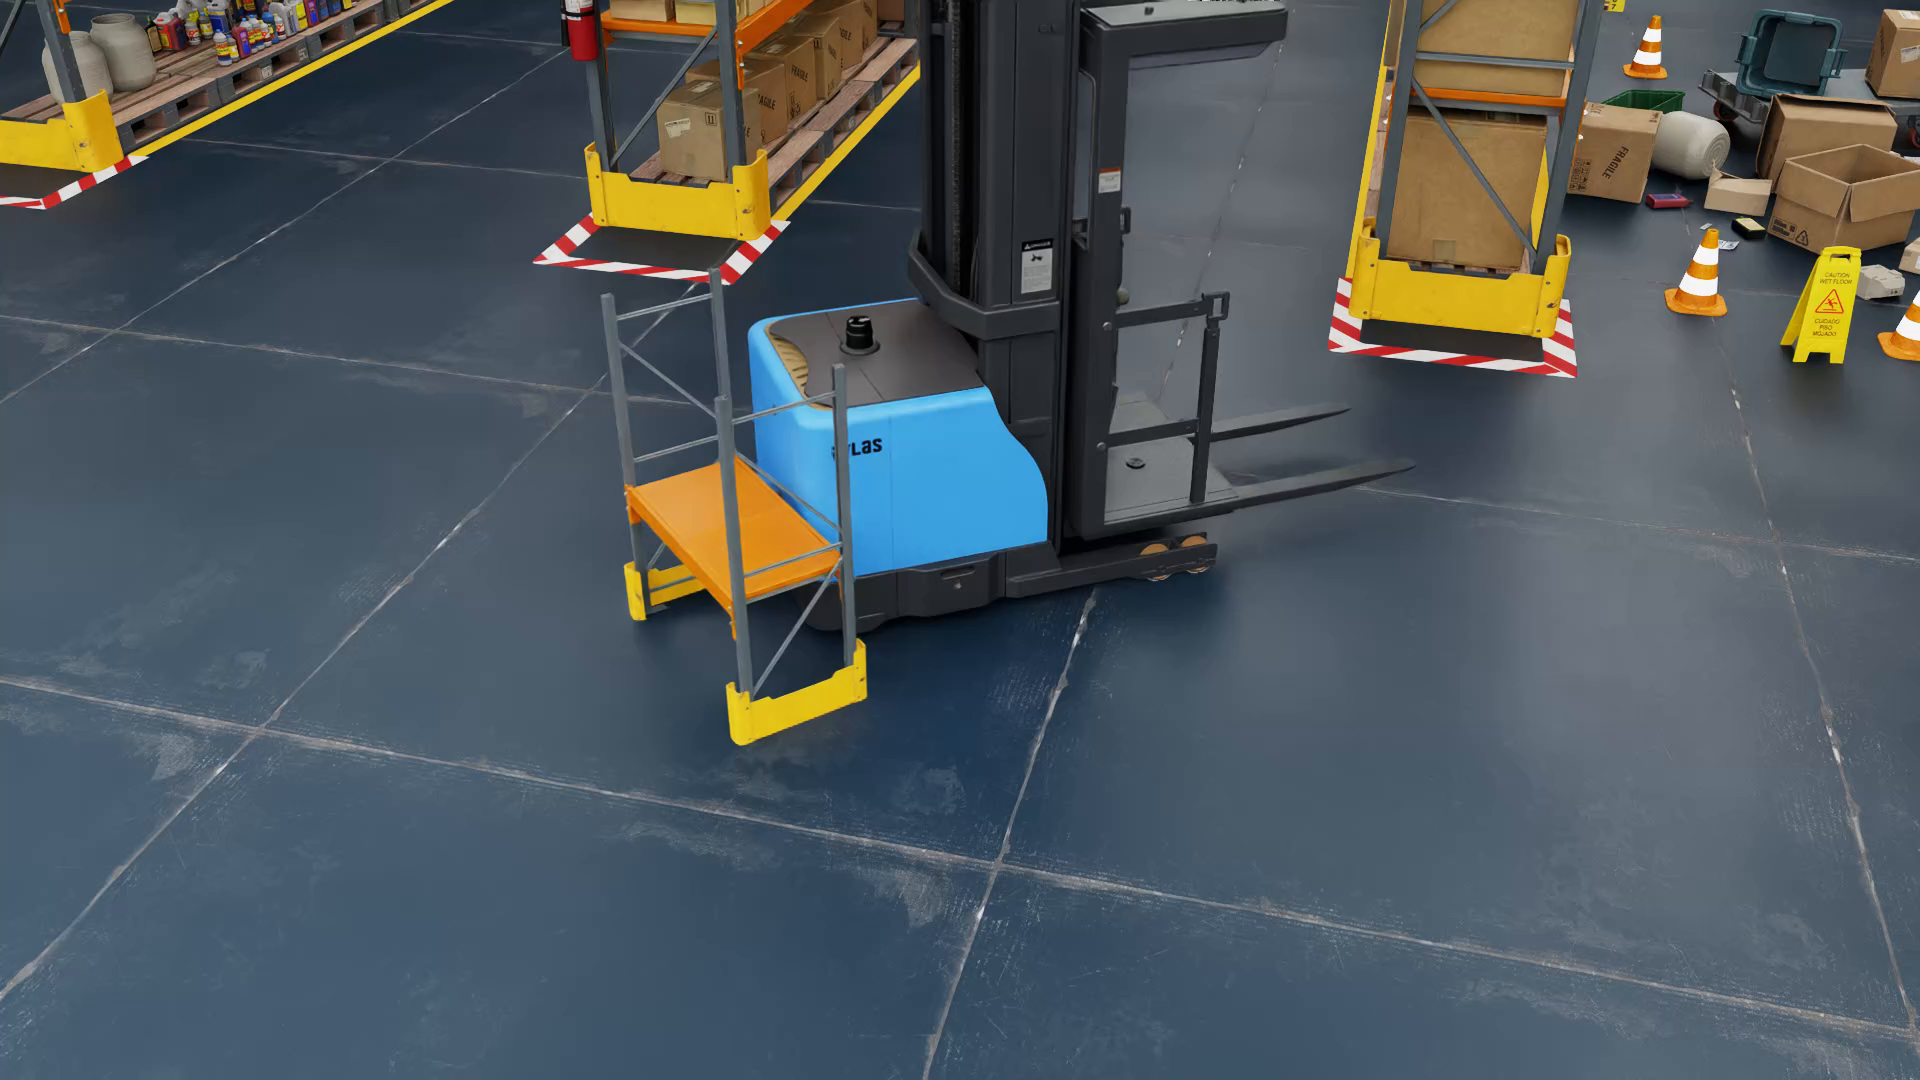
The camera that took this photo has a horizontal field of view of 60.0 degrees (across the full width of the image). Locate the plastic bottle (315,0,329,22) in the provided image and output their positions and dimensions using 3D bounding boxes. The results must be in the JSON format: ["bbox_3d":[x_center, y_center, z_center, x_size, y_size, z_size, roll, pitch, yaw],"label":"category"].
[{"bbox_3d":[-5.576,-4.676,14.369,0.144,0.351,0.185,6,33,10],"label":"plastic bottle"}]

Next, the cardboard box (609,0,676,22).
[{"bbox_3d":[-1.995,-3.401,10.539,0.380,0.149,0.250,8,33,12],"label":"cardboard box"}]

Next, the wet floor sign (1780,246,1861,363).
[{"bbox_3d":[4.813,-1.326,9.234,0.267,0.644,0.232,3,33,4],"label":"wet floor sign"}]

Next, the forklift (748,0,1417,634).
[{"bbox_3d":[0.636,-1.309,7.077,3.031,2.935,1.130,-11,34,-16],"label":"forklift"}]

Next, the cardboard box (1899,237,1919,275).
[{"bbox_3d":[6.097,-1.734,10.339,0.380,0.149,0.250,28,42,36],"label":"cardboard box"}]

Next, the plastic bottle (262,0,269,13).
[{"bbox_3d":[-5.806,-4.411,14.014,0.061,0.283,0.133,8,33,12],"label":"plastic bottle"}]

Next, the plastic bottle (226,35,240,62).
[{"bbox_3d":[-5.870,-3.963,13.386,0.097,0.201,0.097,0,32,0],"label":"plastic bottle"}]

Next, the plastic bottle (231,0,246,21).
[{"bbox_3d":[-6.297,-4.689,14.389,0.144,0.351,0.185,7,33,10],"label":"plastic bottle"}]

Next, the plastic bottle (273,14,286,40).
[{"bbox_3d":[-5.707,-4.297,13.911,0.097,0.201,0.097,0,32,0],"label":"plastic bottle"}]

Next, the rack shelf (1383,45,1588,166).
[{"bbox_3d":[3.412,-3.338,10.875,1.077,0.370,4.000,8,33,12],"label":"rack shelf"}]

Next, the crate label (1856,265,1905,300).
[{"bbox_3d":[5.559,-1.564,10.083,0.250,0.136,0.298,-8,33,-13],"label":"crate label"}]

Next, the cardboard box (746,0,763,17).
[{"bbox_3d":[-1.482,-3.468,10.643,0.380,0.149,0.250,8,33,12],"label":"cardboard box"}]

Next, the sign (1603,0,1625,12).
[{"bbox_3d":[3.440,-2.924,8.672,0.100,0.325,0.005,8,33,12],"label":"sign"}]

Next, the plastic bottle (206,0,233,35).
[{"bbox_3d":[-6.255,-4.430,14.051,0.152,0.276,0.135,8,33,12],"label":"plastic bottle"}]

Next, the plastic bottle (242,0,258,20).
[{"bbox_3d":[-6.169,-4.662,14.420,0.097,0.271,0.097,0,32,0],"label":"plastic bottle"}]

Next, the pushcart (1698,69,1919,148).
[{"bbox_3d":[6.515,-3.236,12.488,1.648,0.377,0.936,-3,33,-4],"label":"pushcart"}]

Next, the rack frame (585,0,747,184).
[{"bbox_3d":[-1.867,-3.331,10.194,1.000,3.000,0.127,8,33,12],"label":"rack frame"}]

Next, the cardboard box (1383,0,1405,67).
[{"bbox_3d":[3.990,-4.242,13.332,1.050,0.750,0.750,8,33,12],"label":"cardboard box"}]

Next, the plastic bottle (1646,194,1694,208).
[{"bbox_3d":[4.839,-2.311,11.329,0.283,0.061,0.133,-3,33,-4],"label":"plastic bottle"}]

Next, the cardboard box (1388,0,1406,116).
[{"bbox_3d":[3.693,-3.643,12.274,0.875,0.875,0.875,9,33,13],"label":"cardboard box"}]

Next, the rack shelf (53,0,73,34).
[{"bbox_3d":[-6.150,-4.740,13.081,1.077,0.370,4.000,8,33,12],"label":"rack shelf"}]

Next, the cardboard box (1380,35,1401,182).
[{"bbox_3d":[3.234,-2.702,10.793,0.875,0.875,0.875,8,33,12],"label":"cardboard box"}]

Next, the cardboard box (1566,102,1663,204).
[{"bbox_3d":[4.519,-2.680,11.498,0.500,0.500,0.500,14,35,21],"label":"cardboard box"}]

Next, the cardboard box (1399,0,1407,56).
[{"bbox_3d":[3.074,-3.154,9.776,0.875,0.550,0.550,8,33,12],"label":"cardboard box"}]

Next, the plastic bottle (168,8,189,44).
[{"bbox_3d":[-6.490,-4.254,13.774,0.152,0.276,0.135,7,33,11],"label":"plastic bottle"}]

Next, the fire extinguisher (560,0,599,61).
[{"bbox_3d":[-2.342,-3.302,10.220,0.296,0.674,0.183,8,33,12],"label":"fire extinguisher"}]

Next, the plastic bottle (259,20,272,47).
[{"bbox_3d":[-5.759,-4.190,13.743,0.097,0.201,0.097,0,32,0],"label":"plastic bottle"}]

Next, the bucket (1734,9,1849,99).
[{"bbox_3d":[6.115,-3.555,12.180,0.726,0.611,0.620,20,28,29],"label":"bucket"}]

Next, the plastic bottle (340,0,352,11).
[{"bbox_3d":[-5.446,-4.826,14.668,0.061,0.283,0.133,10,34,15],"label":"plastic bottle"}]

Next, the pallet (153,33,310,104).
[{"bbox_3d":[-6.161,-3.927,13.730,1.003,0.211,1.213,8,33,12],"label":"pallet"}]

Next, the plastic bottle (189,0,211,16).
[{"bbox_3d":[-6.405,-4.468,14.042,0.144,0.351,0.185,8,33,12],"label":"plastic bottle"}]

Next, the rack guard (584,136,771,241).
[{"bbox_3d":[-1.848,-2.316,10.927,1.175,0.500,0.348,8,33,12],"label":"rack guard"}]

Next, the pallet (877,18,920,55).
[{"bbox_3d":[-0.656,-4.635,14.843,1.003,0.211,1.213,8,33,12],"label":"pallet"}]

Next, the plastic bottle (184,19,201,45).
[{"bbox_3d":[-6.365,-4.215,13.783,0.097,0.201,0.097,0,32,0],"label":"plastic bottle"}]

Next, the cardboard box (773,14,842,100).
[{"bbox_3d":[-1.212,-3.696,12.707,0.500,0.500,0.500,5,33,8],"label":"cardboard box"}]

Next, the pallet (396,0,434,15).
[{"bbox_3d":[-5.481,-5.317,15.918,1.003,0.211,1.213,8,33,12],"label":"pallet"}]

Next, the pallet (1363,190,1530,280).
[{"bbox_3d":[3.032,-1.852,10.467,1.003,0.211,1.213,8,33,12],"label":"pallet"}]

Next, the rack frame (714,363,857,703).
[{"bbox_3d":[-0.628,0.079,6.228,0.500,1.500,0.032,-19,37,-27],"label":"rack frame"}]

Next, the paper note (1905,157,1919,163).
[{"bbox_3d":[6.949,-2.762,12.066,0.148,0.019,0.142,8,33,12],"label":"paper note"}]

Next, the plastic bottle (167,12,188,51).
[{"bbox_3d":[-6.422,-4.171,13.636,0.061,0.283,0.133,8,33,12],"label":"plastic bottle"}]

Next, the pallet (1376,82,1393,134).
[{"bbox_3d":[3.651,-3.119,12.459,1.003,0.211,1.213,8,33,12],"label":"pallet"}]

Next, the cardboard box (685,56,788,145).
[{"bbox_3d":[-1.574,-3.090,11.754,0.500,0.500,0.500,17,36,25],"label":"cardboard box"}]

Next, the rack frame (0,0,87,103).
[{"bbox_3d":[-6.658,-4.006,11.255,1.000,3.000,0.127,8,33,12],"label":"rack frame"}]

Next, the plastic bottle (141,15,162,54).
[{"bbox_3d":[-6.604,-4.121,13.558,0.061,0.283,0.133,9,33,14],"label":"plastic bottle"}]

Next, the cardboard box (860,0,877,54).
[{"bbox_3d":[-0.992,-4.327,13.700,0.500,0.500,0.500,7,33,11],"label":"cardboard box"}]

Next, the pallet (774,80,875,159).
[{"bbox_3d":[-1.296,-3.242,12.653,1.003,0.211,1.213,8,33,12],"label":"pallet"}]

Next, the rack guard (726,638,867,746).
[{"bbox_3d":[-0.638,0.598,6.577,0.587,0.250,0.087,-19,37,-27],"label":"rack guard"}]

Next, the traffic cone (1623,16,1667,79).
[{"bbox_3d":[5.721,-4.099,13.767,0.336,0.463,0.334,8,33,12],"label":"traffic cone"}]

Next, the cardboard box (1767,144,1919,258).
[{"bbox_3d":[5.715,-2.185,10.718,0.797,0.503,0.637,-14,35,-21],"label":"cardboard box"}]

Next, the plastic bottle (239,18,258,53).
[{"bbox_3d":[-5.810,-4.116,13.562,0.097,0.271,0.097,0,32,0],"label":"plastic bottle"}]

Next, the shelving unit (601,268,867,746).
[{"bbox_3d":[-0.906,-0.155,6.596,0.587,1.500,1.083,-19,37,-27],"label":"shelving unit"}]

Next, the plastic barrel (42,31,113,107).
[{"bbox_3d":[-6.565,-3.485,12.364,0.421,0.512,0.421,0,32,0],"label":"plastic barrel"}]

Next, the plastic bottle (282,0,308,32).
[{"bbox_3d":[-5.658,-4.509,14.105,0.144,0.351,0.185,8,33,12],"label":"plastic bottle"}]
